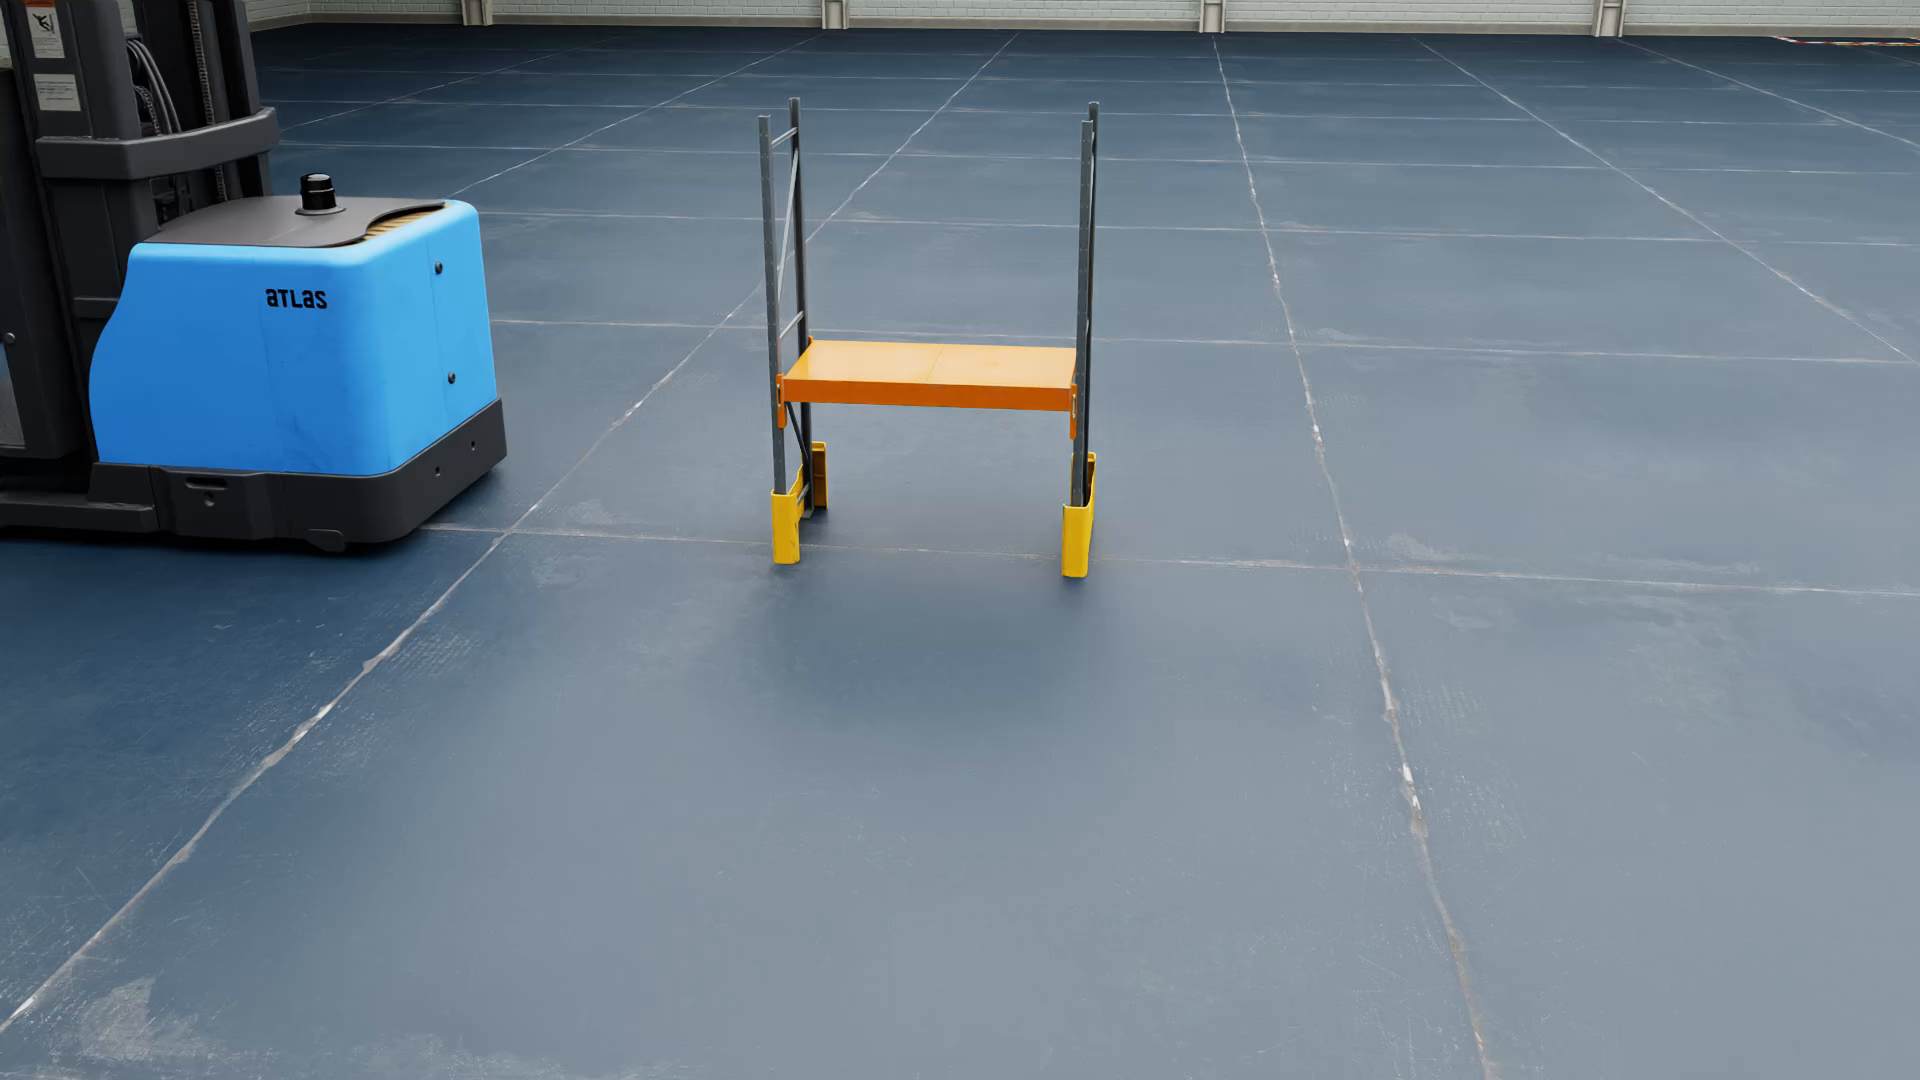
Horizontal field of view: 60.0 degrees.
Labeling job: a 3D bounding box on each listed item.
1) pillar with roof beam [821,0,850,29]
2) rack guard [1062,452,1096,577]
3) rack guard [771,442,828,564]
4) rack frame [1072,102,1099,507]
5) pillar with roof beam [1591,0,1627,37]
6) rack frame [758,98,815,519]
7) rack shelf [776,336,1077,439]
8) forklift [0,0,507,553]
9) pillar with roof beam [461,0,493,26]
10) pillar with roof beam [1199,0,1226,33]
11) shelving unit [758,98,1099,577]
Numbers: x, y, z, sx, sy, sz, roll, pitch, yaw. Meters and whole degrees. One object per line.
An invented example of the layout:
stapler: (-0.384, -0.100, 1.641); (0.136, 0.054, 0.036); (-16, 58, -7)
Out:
pillar with roof beam: (-2.507, -10.872, 21.201); (0.400, 9.000, 9.100); (2, 22, 6)
rack guard: (0.419, -0.098, 5.848); (0.087, 0.250, 0.587); (2, 22, 6)
rack guard: (-0.570, -0.141, 5.957); (0.087, 0.250, 0.587); (2, 22, 6)
rack frame: (0.420, -0.679, 5.618); (0.032, 1.500, 0.500); (2, 22, 6)
pillar with roof beam: (9.410, -10.353, 19.887); (0.400, 9.000, 9.100); (2, 22, 6)
rack frame: (-0.590, -0.723, 5.729); (0.032, 1.500, 0.500); (2, 22, 6)
rack shelf: (-0.085, -0.534, 5.740); (1.000, 0.185, 0.538); (2, 22, 6)
forklift: (-3.357, -1.555, 5.886); (3.031, 2.935, 1.130); (3, 22, 8)
pillar with roof beam: (-8.465, -11.132, 21.857); (0.400, 9.000, 9.100); (2, 22, 6)
pillar with roof beam: (3.452, -10.613, 20.544); (0.400, 9.000, 9.100); (2, 22, 6)
shelving unit: (-0.076, -0.701, 5.672); (1.083, 1.500, 0.587); (2, 22, 6)
